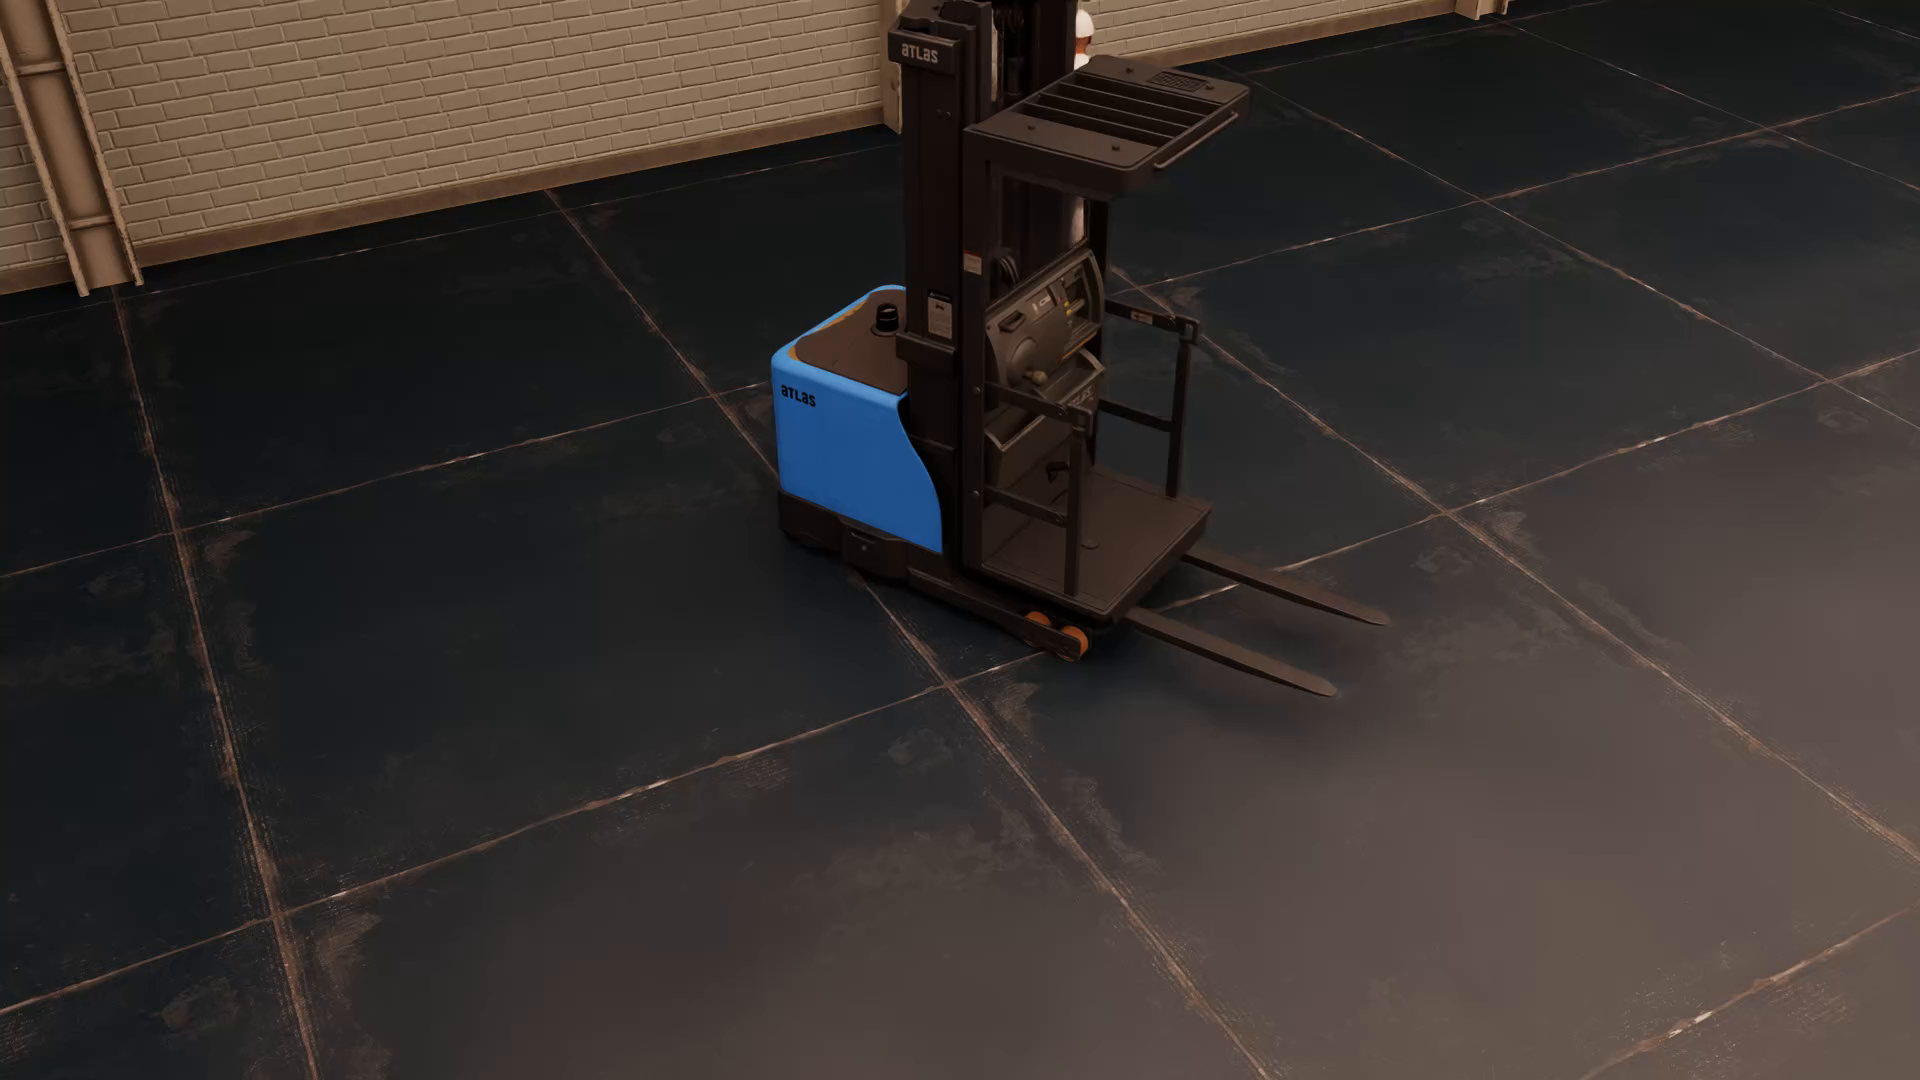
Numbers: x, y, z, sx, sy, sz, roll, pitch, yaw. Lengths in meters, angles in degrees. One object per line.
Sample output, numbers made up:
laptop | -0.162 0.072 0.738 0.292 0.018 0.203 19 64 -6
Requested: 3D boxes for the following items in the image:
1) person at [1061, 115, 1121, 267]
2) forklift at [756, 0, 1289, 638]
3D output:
person | 0.733 -2.592 10.809 0.626 1.759 0.463 7 36 10
forklift | 0.477 -1.430 8.146 3.031 2.935 1.130 -25 42 -31
